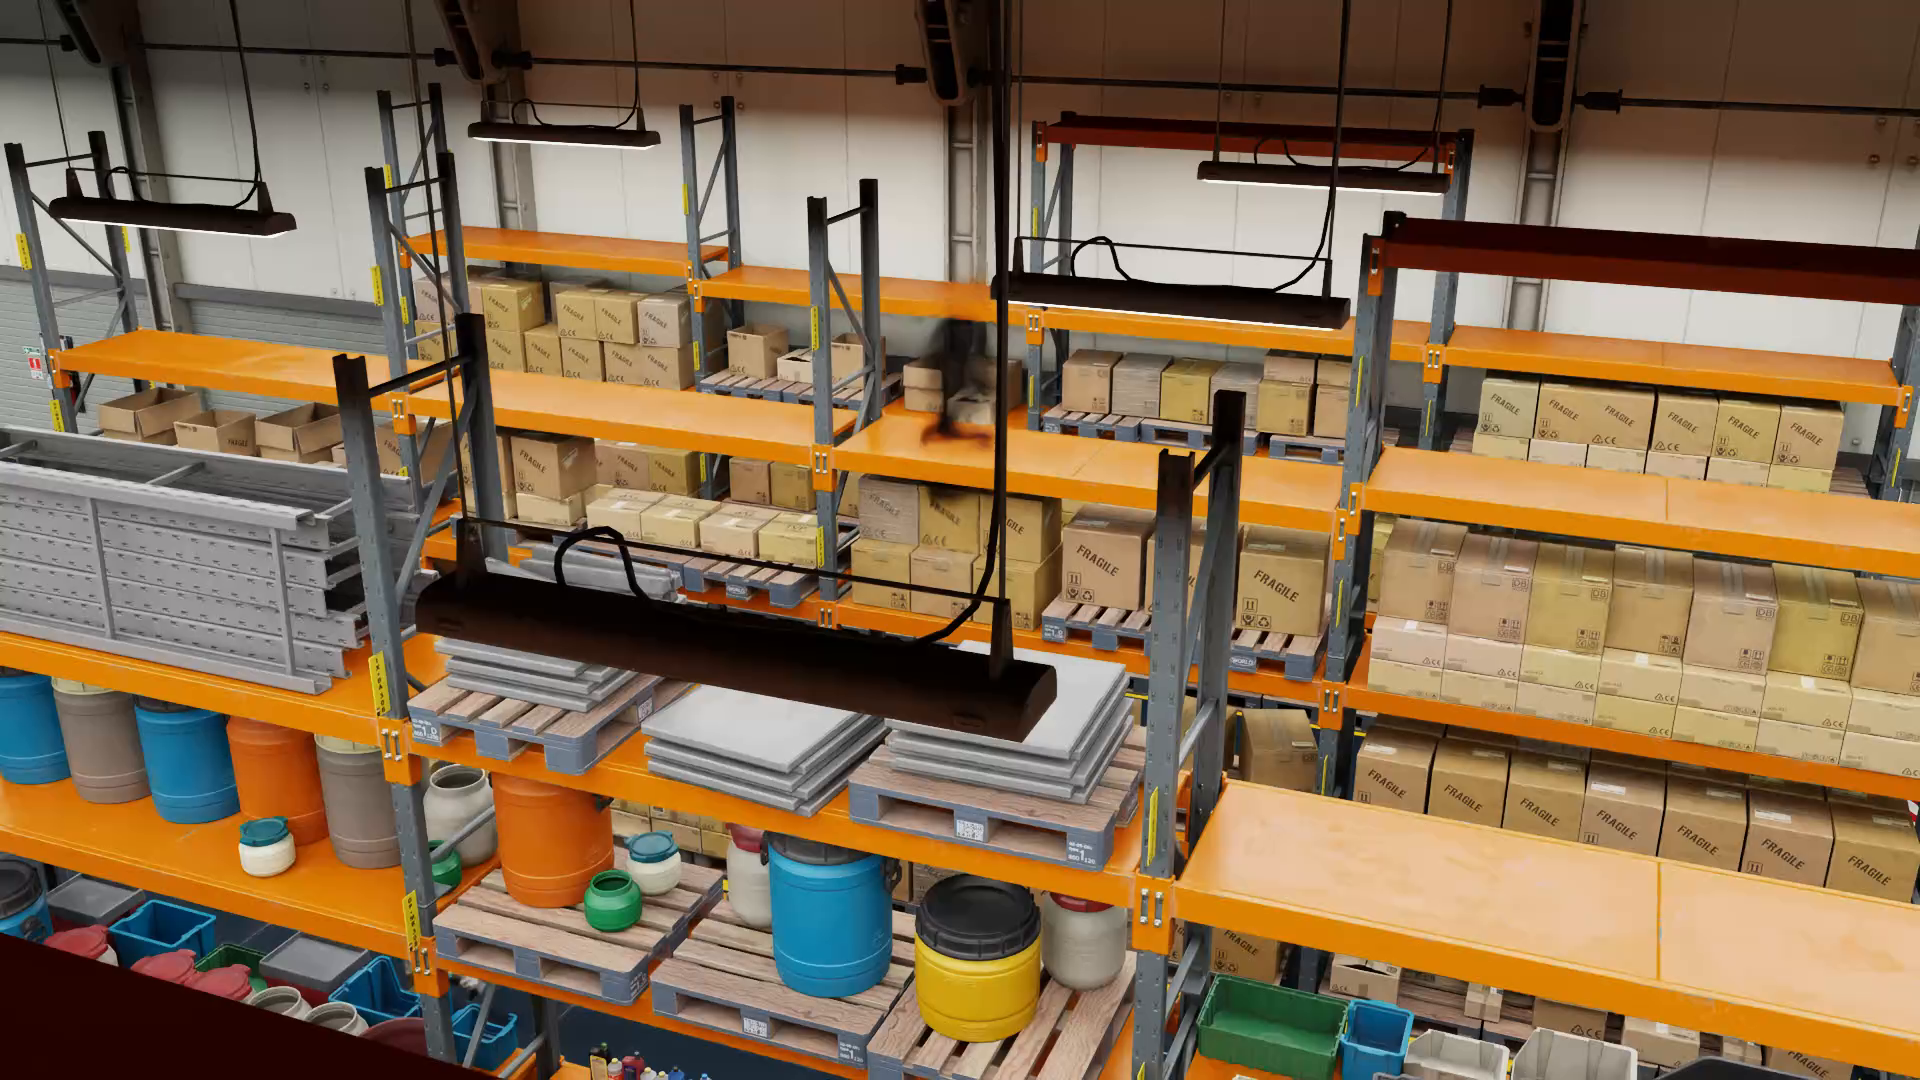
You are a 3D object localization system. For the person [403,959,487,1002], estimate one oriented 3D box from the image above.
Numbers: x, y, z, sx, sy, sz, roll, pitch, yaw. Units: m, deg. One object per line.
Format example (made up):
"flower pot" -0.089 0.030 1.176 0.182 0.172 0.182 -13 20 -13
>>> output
"person" -4.126 2.881 12.617 1.090 1.619 0.663 9 22 22
